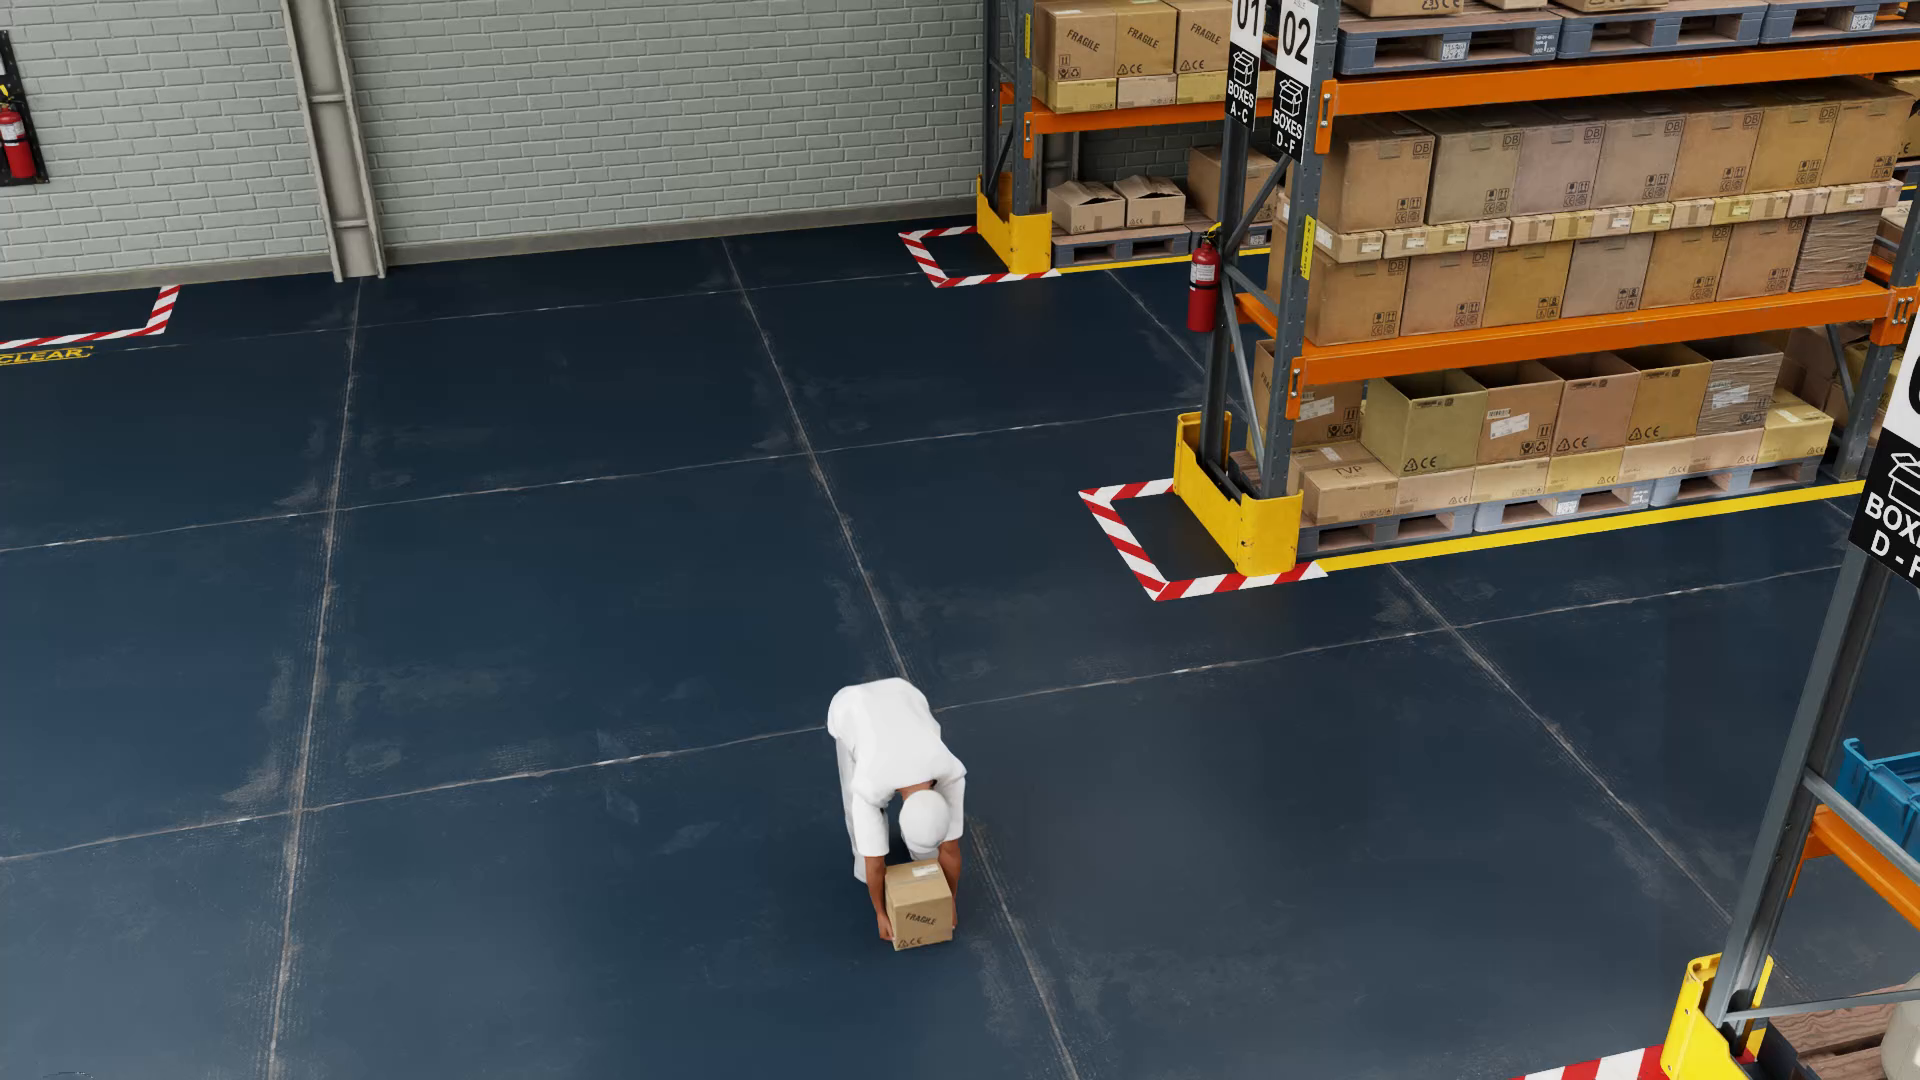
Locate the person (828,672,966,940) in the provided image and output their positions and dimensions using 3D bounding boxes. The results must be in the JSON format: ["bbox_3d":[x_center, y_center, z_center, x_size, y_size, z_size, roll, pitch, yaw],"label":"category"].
[{"bbox_3d":[-0.254,1.119,7.159,0.503,0.907,0.977,-9,31,-15],"label":"person"}]
